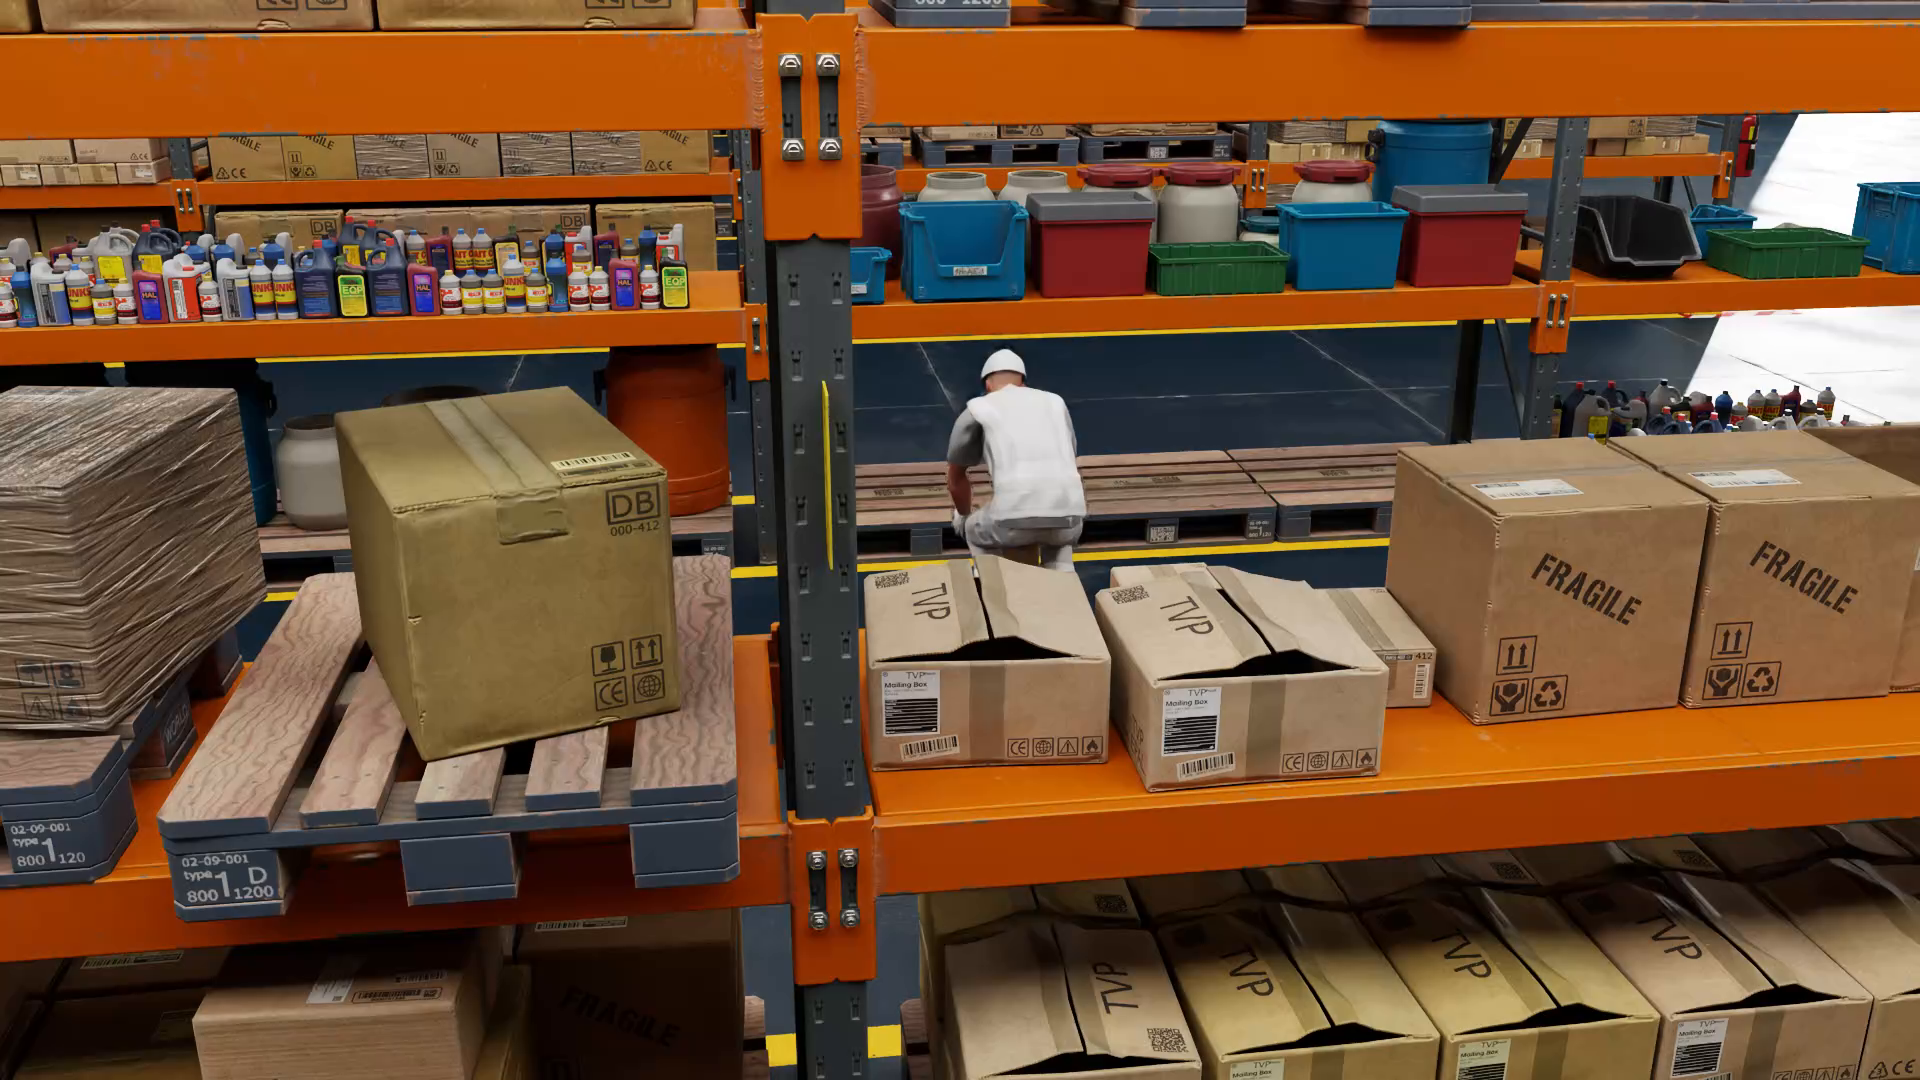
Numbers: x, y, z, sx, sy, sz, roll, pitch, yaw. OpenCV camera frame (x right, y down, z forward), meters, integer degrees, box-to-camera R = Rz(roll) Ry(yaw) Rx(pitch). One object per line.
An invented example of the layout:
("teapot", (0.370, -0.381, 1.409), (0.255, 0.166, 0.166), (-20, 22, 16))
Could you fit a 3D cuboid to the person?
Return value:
("person", (0.247, -0.164, 7.305), (0.585, 1.239, 0.833), (-3, 20, -8))
